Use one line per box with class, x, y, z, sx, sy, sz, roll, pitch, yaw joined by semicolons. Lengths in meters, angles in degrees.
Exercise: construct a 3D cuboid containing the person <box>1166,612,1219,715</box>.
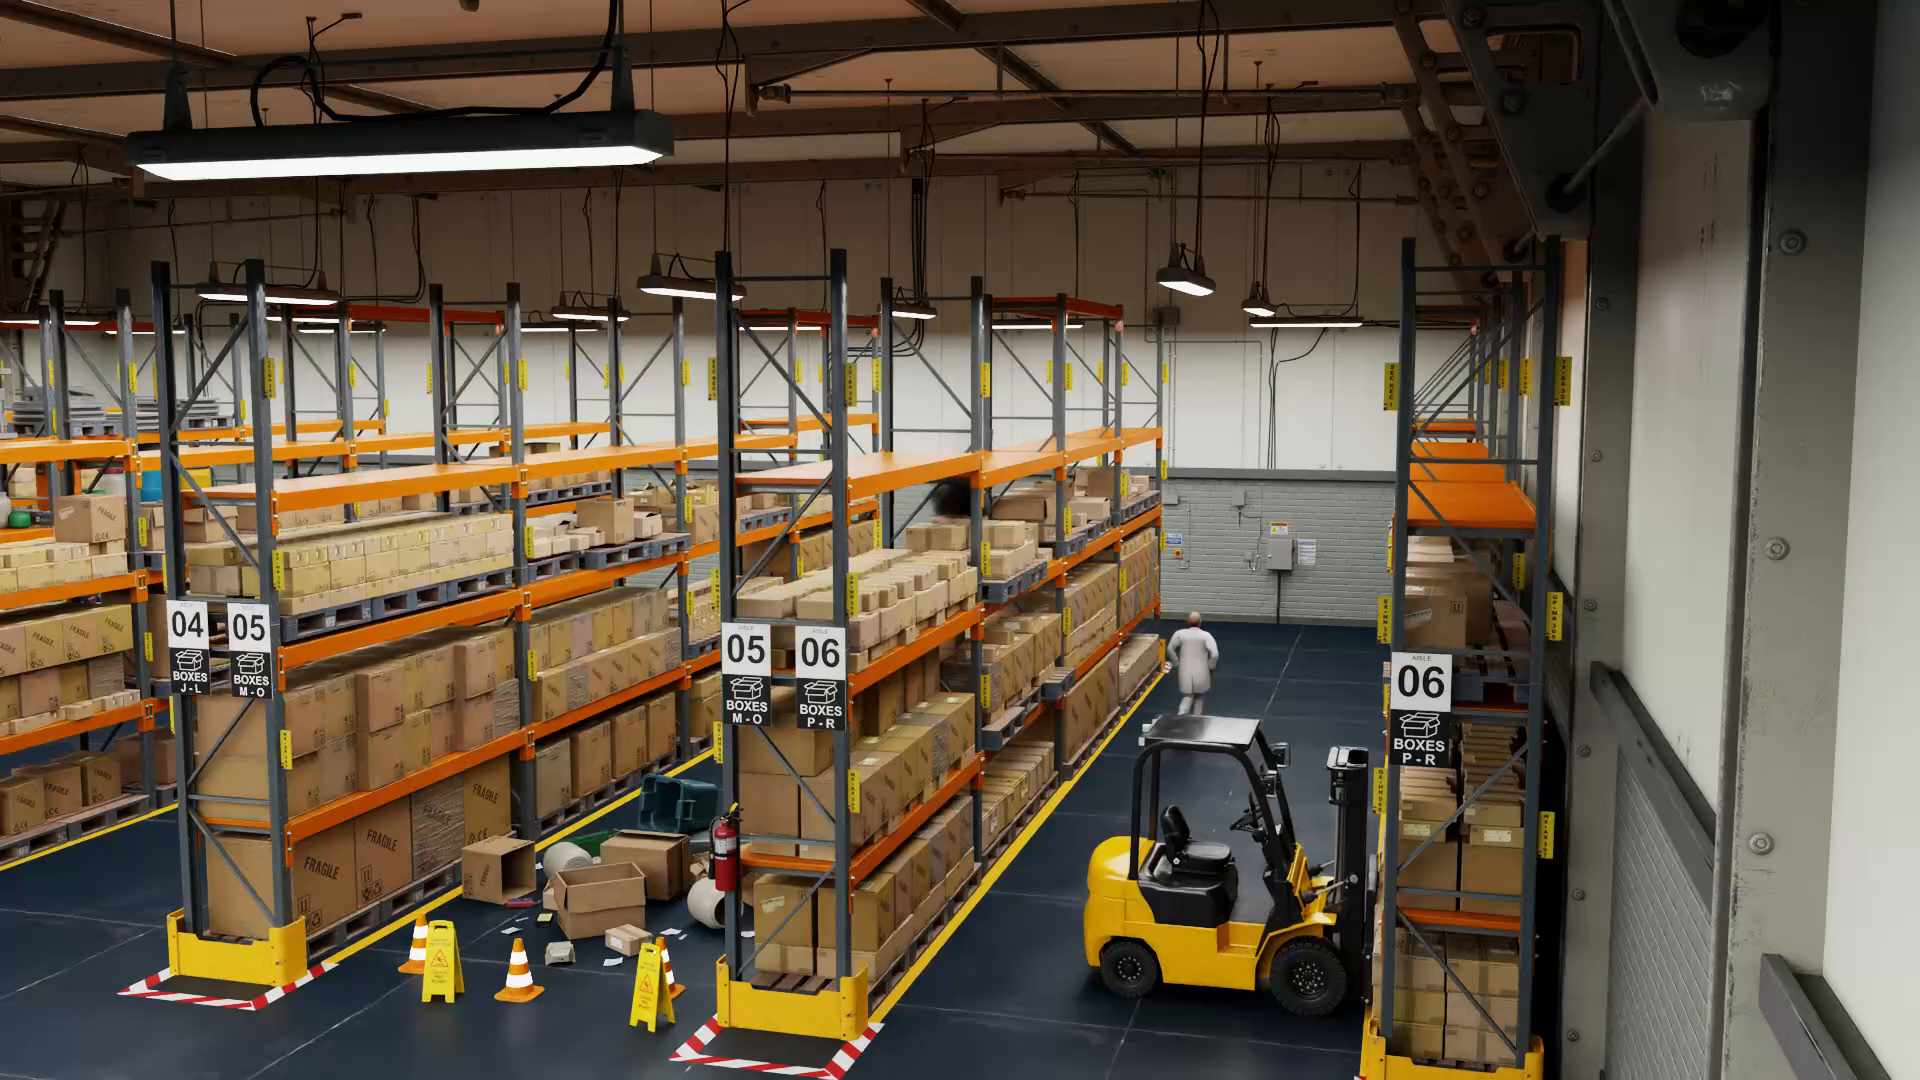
person;3.229;1.870;23.088;0.736;1.744;0.720;2;6;18
